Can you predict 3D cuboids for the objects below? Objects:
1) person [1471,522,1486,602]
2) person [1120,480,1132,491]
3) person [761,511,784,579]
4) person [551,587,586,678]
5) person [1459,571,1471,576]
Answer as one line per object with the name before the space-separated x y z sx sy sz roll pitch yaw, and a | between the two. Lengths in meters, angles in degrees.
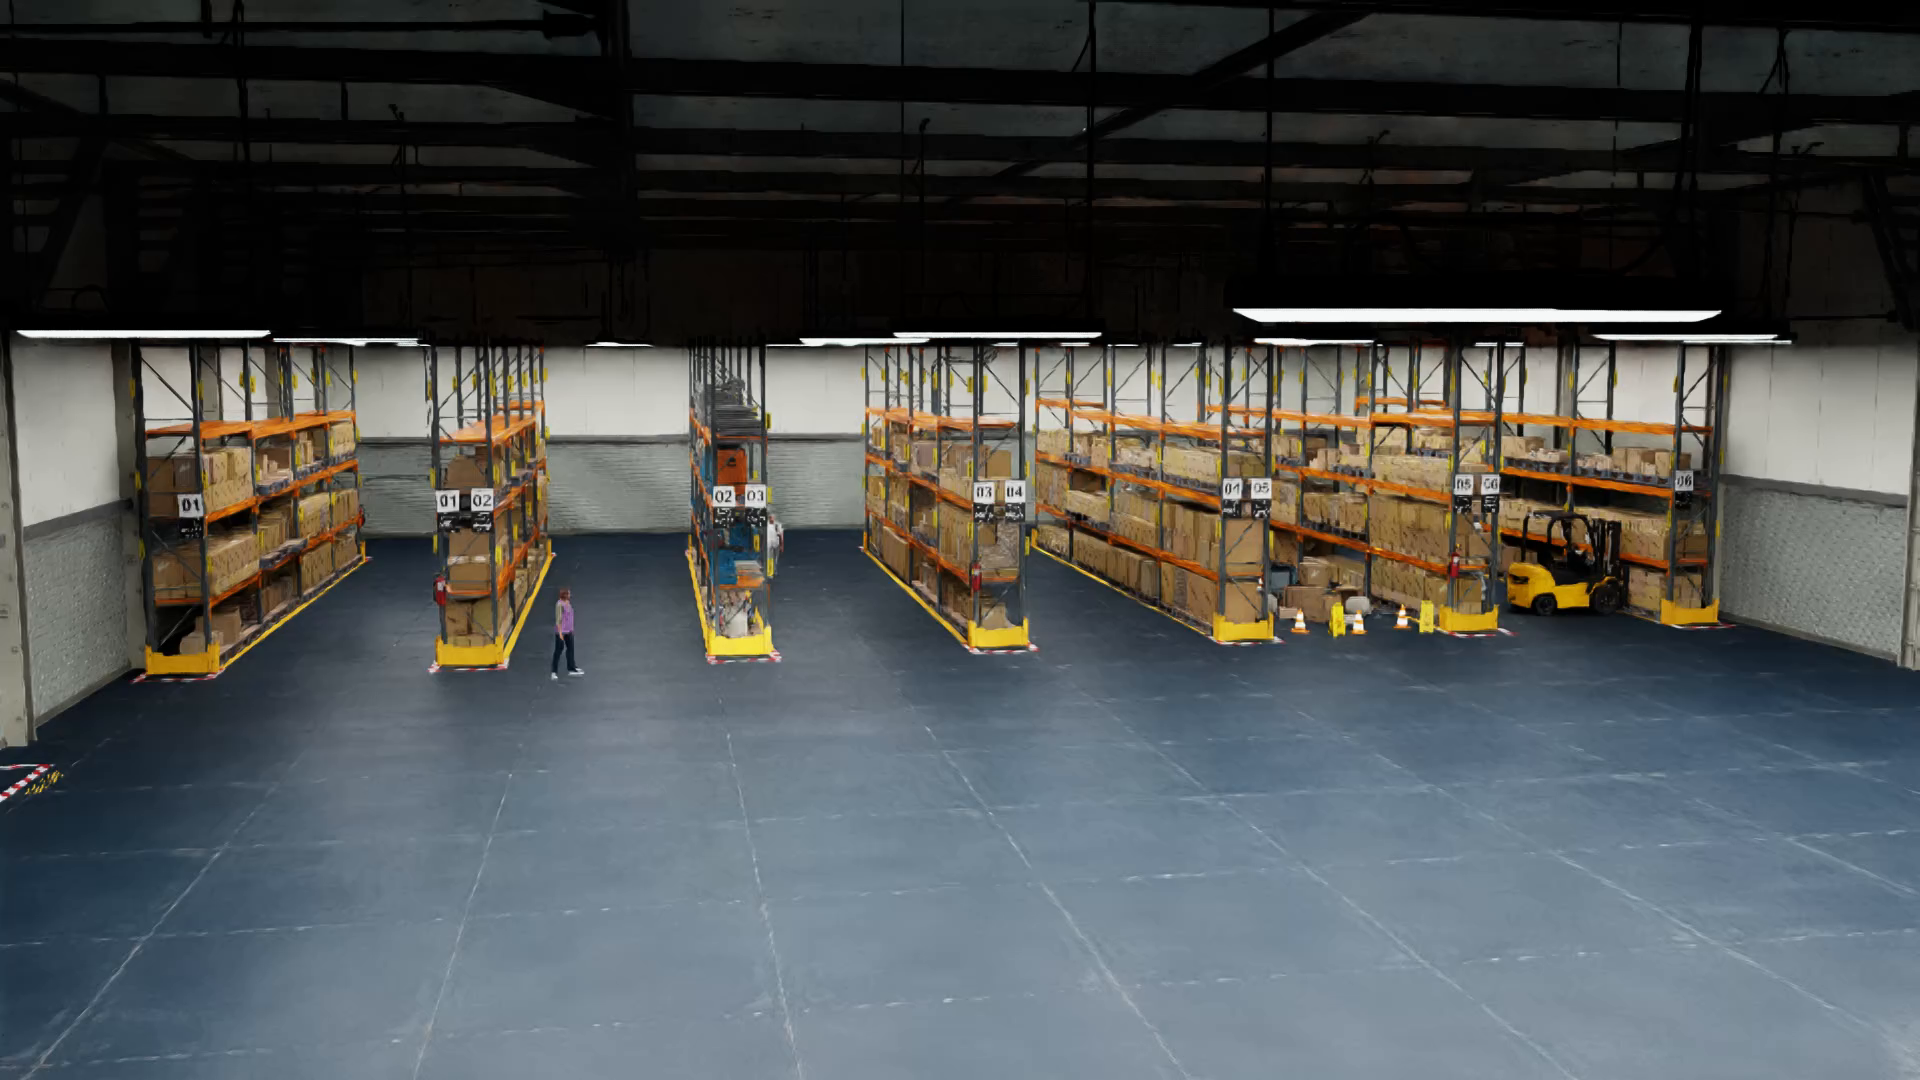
person | 11.725 0.484 37.880 0.577 1.785 0.655 2 7 20
person | 5.224 -1.042 51.844 0.585 1.686 0.469 6 9 43
person | -4.693 0.099 41.646 0.556 1.712 1.040 -1 7 -11
person | -6.902 1.597 29.049 0.461 1.594 0.600 2 7 17
person | 12.585 0.077 41.544 0.587 1.763 0.676 2 7 13
